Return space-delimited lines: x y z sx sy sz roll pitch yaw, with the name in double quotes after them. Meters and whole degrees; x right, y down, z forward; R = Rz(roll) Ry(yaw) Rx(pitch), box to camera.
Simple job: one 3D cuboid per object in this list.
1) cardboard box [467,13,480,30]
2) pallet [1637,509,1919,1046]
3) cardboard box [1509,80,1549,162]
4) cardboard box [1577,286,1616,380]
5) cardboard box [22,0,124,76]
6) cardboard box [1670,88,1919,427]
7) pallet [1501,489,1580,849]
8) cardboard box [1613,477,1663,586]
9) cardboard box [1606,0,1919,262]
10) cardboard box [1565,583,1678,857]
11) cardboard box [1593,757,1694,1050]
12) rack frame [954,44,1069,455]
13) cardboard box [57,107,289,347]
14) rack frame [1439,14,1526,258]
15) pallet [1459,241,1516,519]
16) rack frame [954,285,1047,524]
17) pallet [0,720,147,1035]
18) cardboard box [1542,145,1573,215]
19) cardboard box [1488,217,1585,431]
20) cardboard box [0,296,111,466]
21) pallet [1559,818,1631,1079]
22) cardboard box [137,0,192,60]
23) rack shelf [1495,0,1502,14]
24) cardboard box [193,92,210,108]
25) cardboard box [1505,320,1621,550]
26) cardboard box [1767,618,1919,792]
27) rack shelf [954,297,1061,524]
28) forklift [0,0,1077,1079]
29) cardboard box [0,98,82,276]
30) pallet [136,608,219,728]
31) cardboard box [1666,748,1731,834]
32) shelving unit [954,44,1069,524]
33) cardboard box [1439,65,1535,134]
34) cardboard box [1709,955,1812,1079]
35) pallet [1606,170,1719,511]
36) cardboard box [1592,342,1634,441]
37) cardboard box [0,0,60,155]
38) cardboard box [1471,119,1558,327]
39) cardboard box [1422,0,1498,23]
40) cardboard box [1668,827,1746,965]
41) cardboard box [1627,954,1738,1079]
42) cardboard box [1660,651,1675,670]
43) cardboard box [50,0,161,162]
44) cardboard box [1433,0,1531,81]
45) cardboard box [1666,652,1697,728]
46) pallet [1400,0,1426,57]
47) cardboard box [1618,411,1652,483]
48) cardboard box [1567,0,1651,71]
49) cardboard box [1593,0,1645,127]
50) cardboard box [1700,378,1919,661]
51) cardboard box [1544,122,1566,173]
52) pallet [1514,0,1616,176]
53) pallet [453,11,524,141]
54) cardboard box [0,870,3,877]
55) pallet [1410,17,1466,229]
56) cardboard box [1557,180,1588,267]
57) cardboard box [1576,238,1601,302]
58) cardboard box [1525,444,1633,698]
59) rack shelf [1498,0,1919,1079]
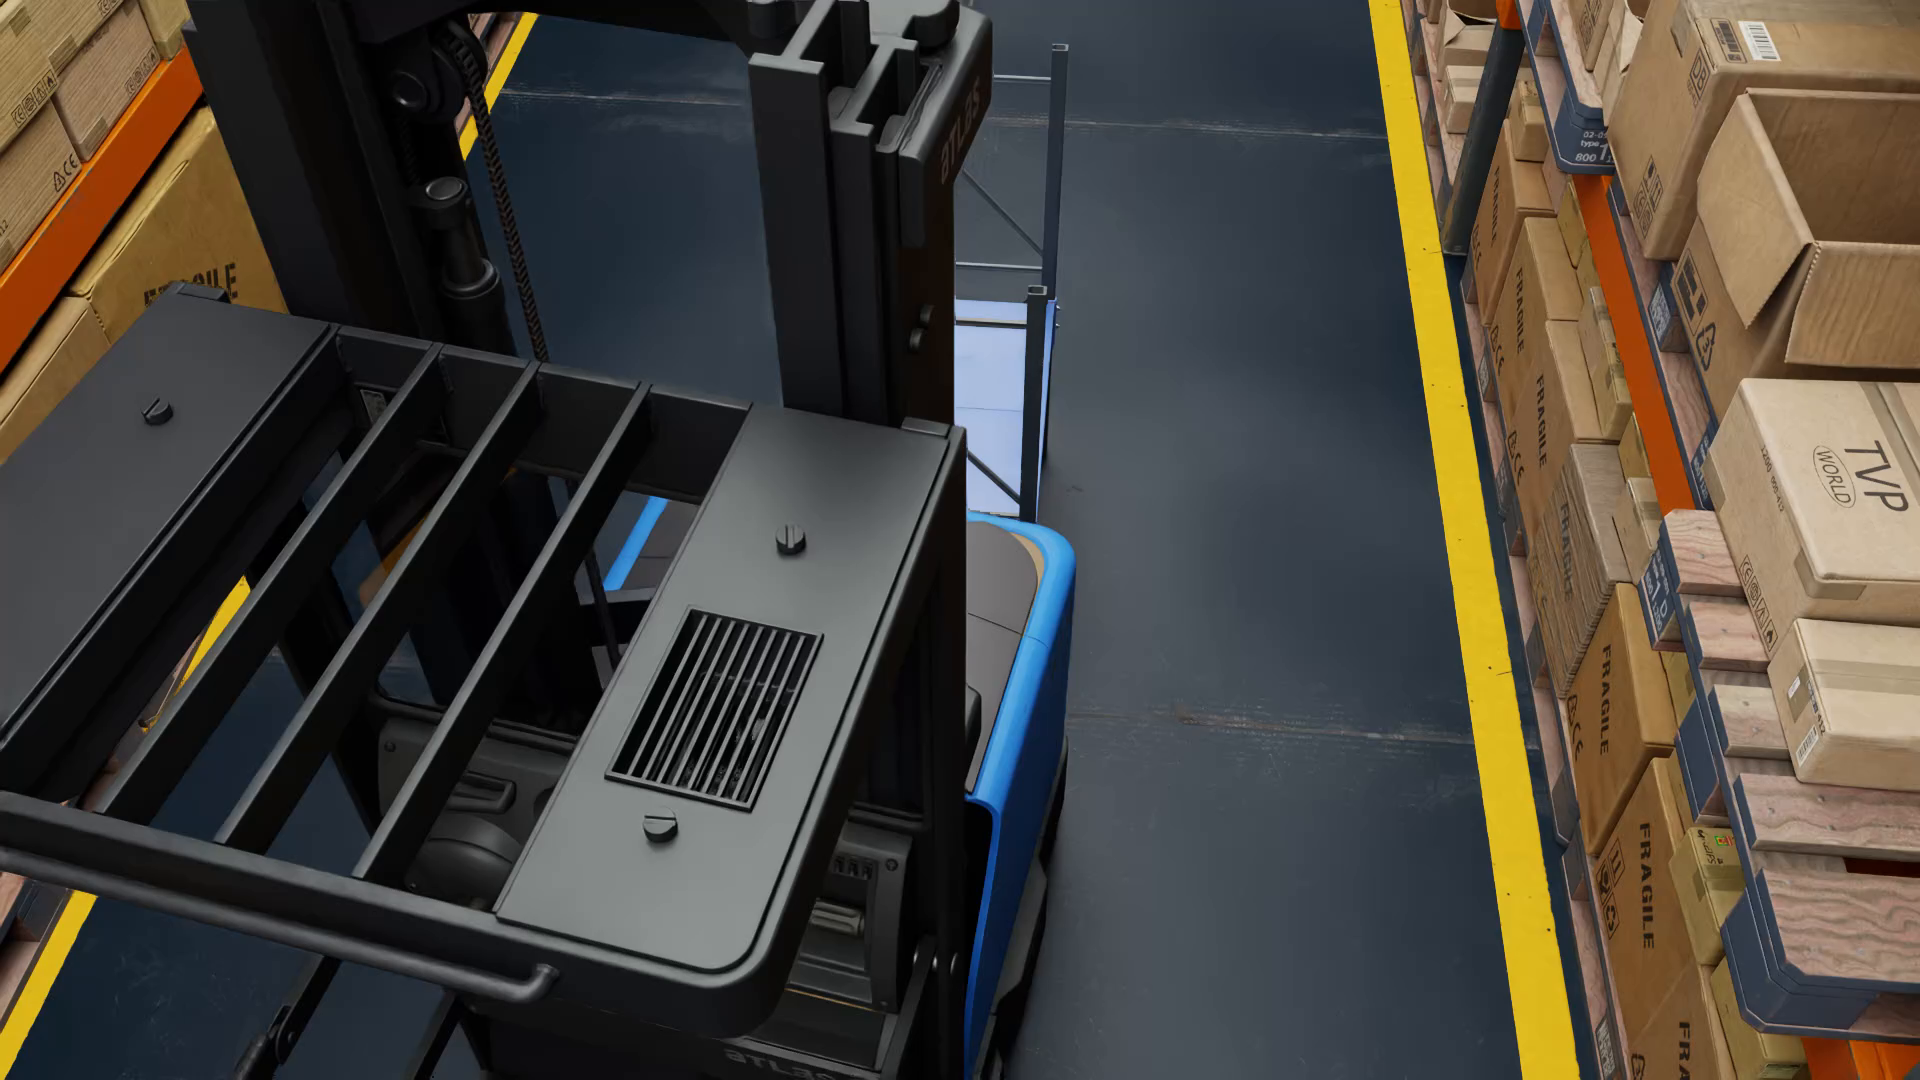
-2.470 -2.148 6.634 0.875 0.438 0.875 3 48 3 "cardboard box"
1.937 0.415 2.967 1.213 0.211 1.003 4 48 4 "pallet"
2.012 -1.357 5.428 0.380 0.149 0.250 6 48 5 "cardboard box"
1.980 -0.576 4.714 0.380 0.149 0.250 4 48 3 "cardboard box"
-2.511 -1.446 4.303 0.500 0.250 0.500 5 48 4 "cardboard box"
1.910 -0.535 3.352 0.797 0.503 0.637 3 48 3 "cardboard box"
2.164 0.354 4.783 1.003 0.211 1.213 4 48 4 "pallet"
1.887 -0.016 4.202 0.380 0.149 0.250 2 48 2 "cardboard box"
1.924 -0.964 3.746 0.700 0.500 0.500 4 48 3 "cardboard box"
1.871 0.478 4.189 0.500 0.500 0.500 6 48 5 "cardboard box"
1.825 0.863 3.837 0.500 0.500 0.500 3 48 3 "cardboard box"
0.039 -0.817 4.981 0.500 1.500 0.032 4 48 4 "rack frame"
-2.685 -0.716 5.028 0.875 0.875 0.875 5 48 5 "cardboard box"
2.310 -2.086 5.125 1.000 3.000 0.127 4 48 4 "rack frame"
2.273 -0.545 5.605 1.003 0.211 1.213 4 48 4 "pallet"
-0.054 -0.070 4.298 0.500 1.500 0.032 4 48 4 "rack frame"
-2.851 0.889 4.294 1.003 0.211 1.213 4 48 4 "pallet"
2.064 -1.149 5.237 0.380 0.149 0.250 3 48 2 "cardboard box"
2.003 -0.652 5.223 0.500 0.500 0.500 3 48 3 "cardboard box"
-2.767 -0.059 4.427 0.875 0.875 0.875 4 48 4 "cardboard box"
2.051 1.248 3.965 1.003 0.211 1.213 4 48 4 "pallet"
-2.471 -1.646 4.824 0.500 0.250 0.500 3 48 3 "cardboard box"
2.492 -3.313 6.735 1.077 0.370 4.000 4 48 4 "rack shelf"
-2.611 -1.381 5.635 0.875 0.875 0.875 5 48 5 "cardboard box"
1.953 -0.285 4.888 0.500 0.500 0.500 3 48 2 "cardboard box"
1.623 0.288 2.839 0.380 0.149 0.250 5 48 4 "cardboard box"
-0.008 -0.322 4.772 0.538 0.185 1.000 4 48 4 "rack shelf"
-0.594 0.672 2.649 1.130 2.935 3.031 11 49 10 "forklift"
-2.579 -0.896 4.139 0.500 0.250 0.500 4 48 4 "cardboard box"
-2.738 -0.005 5.111 1.003 0.211 1.213 4 48 4 "pallet"
1.800 0.563 3.672 0.380 0.149 0.250 2 48 2 "cardboard box"
-0.008 -0.443 4.639 0.538 1.500 1.048 4 48 4 "shelving unit"
2.068 -1.695 6.415 0.380 0.149 0.250 3 48 2 "cardboard box"
1.738 0.956 3.312 0.380 0.149 0.250 2 48 2 "cardboard box"
2.118 -0.511 3.815 1.003 0.211 1.213 4 48 4 "pallet"
1.955 -0.394 4.547 0.380 0.149 0.250 5 48 5 "cardboard box"
-2.541 -1.068 3.957 0.500 0.250 0.500 5 48 4 "cardboard box"
2.041 -1.044 5.581 0.500 0.500 0.500 6 48 5 "cardboard box"
2.313 -2.492 6.906 0.700 0.500 0.500 2 48 2 "cardboard box"
1.732 0.754 3.498 0.380 0.149 0.250 2 48 2 "cardboard box"
1.769 1.230 3.502 0.500 0.500 0.500 5 48 5 "cardboard box"
1.891 0.189 4.014 0.380 0.149 0.250 3 48 3 "cardboard box"
-2.536 -1.276 4.486 0.500 0.250 0.500 3 48 2 "cardboard box"
2.100 -1.996 6.611 0.396 0.266 0.258 5 48 5 "cardboard box"
1.869 0.372 3.847 0.380 0.149 0.250 5 48 5 "cardboard box"
2.482 -2.548 7.438 1.003 0.211 1.213 4 48 4 "pallet"
1.960 -0.193 4.364 0.380 0.149 0.250 4 48 4 "cardboard box"
1.995 -1.540 4.274 0.700 0.500 0.500 4 48 4 "cardboard box"
1.801 -1.187 4.110 0.396 0.266 0.258 6 48 5 "cardboard box"
1.719 -0.035 3.066 0.500 0.250 0.500 2 48 2 "cardboard box"
2.036 -1.263 5.141 0.380 0.149 0.250 2 48 2 "cardboard box"
2.128 -1.441 4.666 1.003 0.211 1.213 4 48 4 "pallet"
-2.487 -2.029 6.963 1.003 0.211 1.213 4 48 4 "pallet"
-2.853 0.596 3.828 0.875 0.875 0.875 3 48 3 "cardboard box"
2.373 -1.649 6.616 1.003 0.211 1.213 4 48 4 "pallet"
2.052 -0.959 5.064 0.380 0.149 0.250 2 48 2 "cardboard box"
2.040 -0.757 4.879 0.380 0.149 0.250 3 48 3 "cardboard box"
1.899 0.095 4.539 0.500 0.500 0.500 2 48 2 "cardboard box"
2.127 -0.373 4.046 1.077 0.370 4.000 4 48 4 "rack shelf"
